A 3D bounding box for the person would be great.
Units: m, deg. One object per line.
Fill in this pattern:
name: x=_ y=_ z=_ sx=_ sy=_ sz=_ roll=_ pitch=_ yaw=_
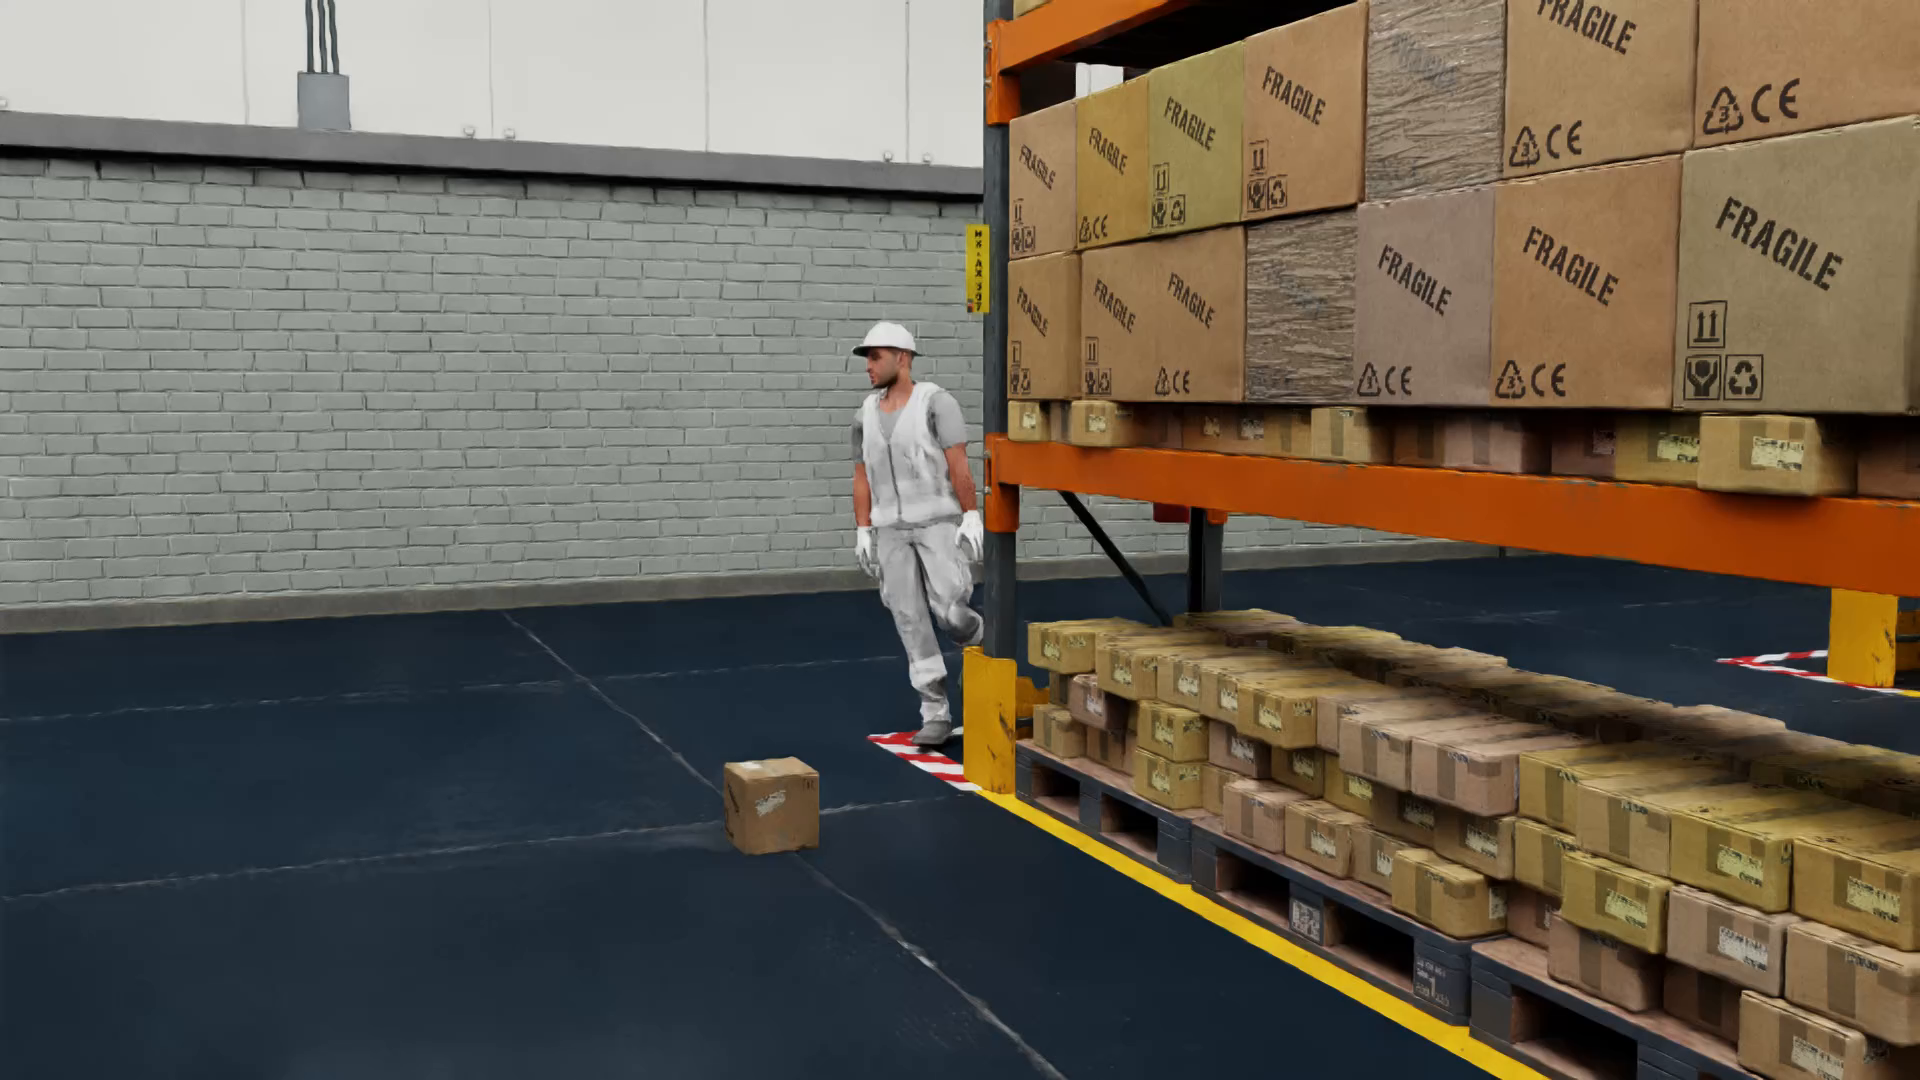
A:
person: x=-0.158 y=-0.038 z=7.063 sx=0.684 sy=1.762 sz=0.683 roll=2 pitch=6 yaw=24
